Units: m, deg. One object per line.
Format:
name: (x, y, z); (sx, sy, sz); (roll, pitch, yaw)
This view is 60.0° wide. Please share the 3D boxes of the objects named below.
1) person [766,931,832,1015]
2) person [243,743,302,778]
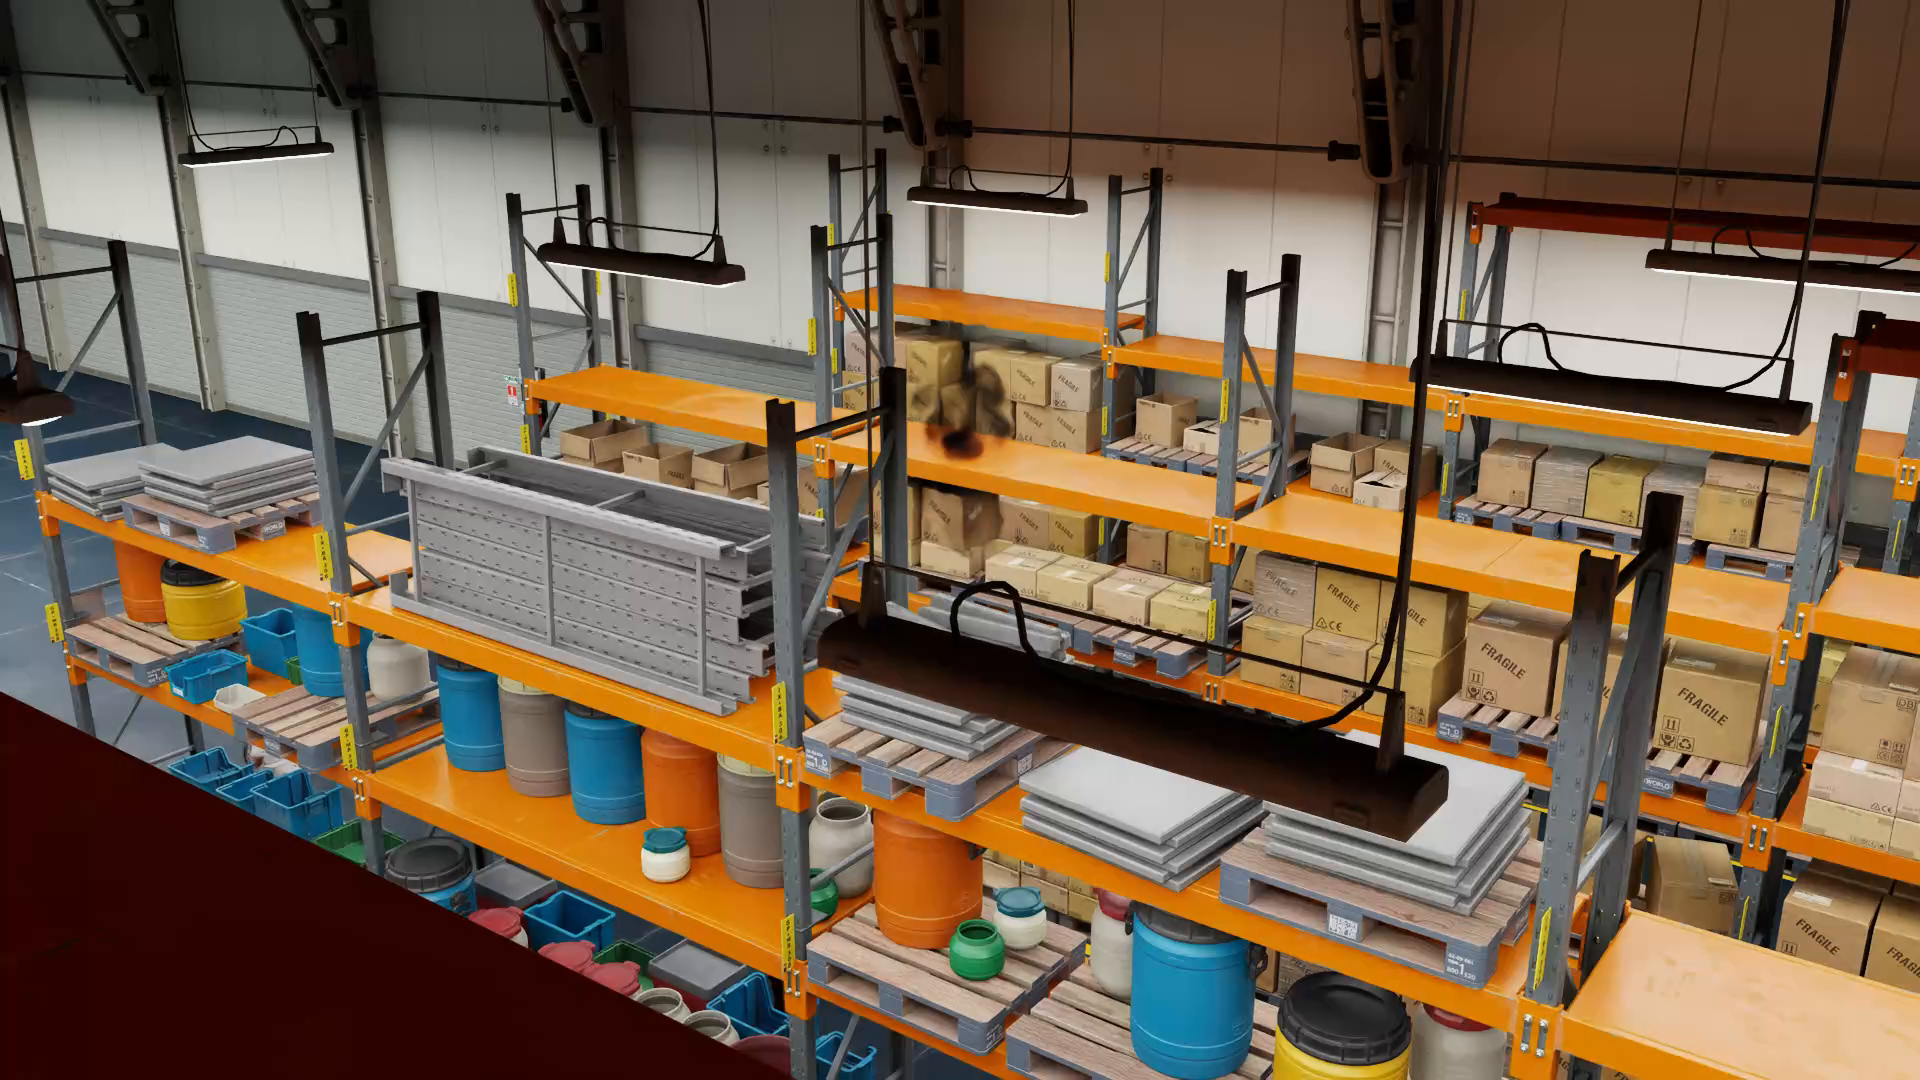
person: (-1.276, 3.312, 12.557); (0.874, 1.654, 0.657); (11, 22, 31)
person: (-6.458, 2.213, 15.840); (0.810, 1.752, 0.704); (6, 19, 18)
